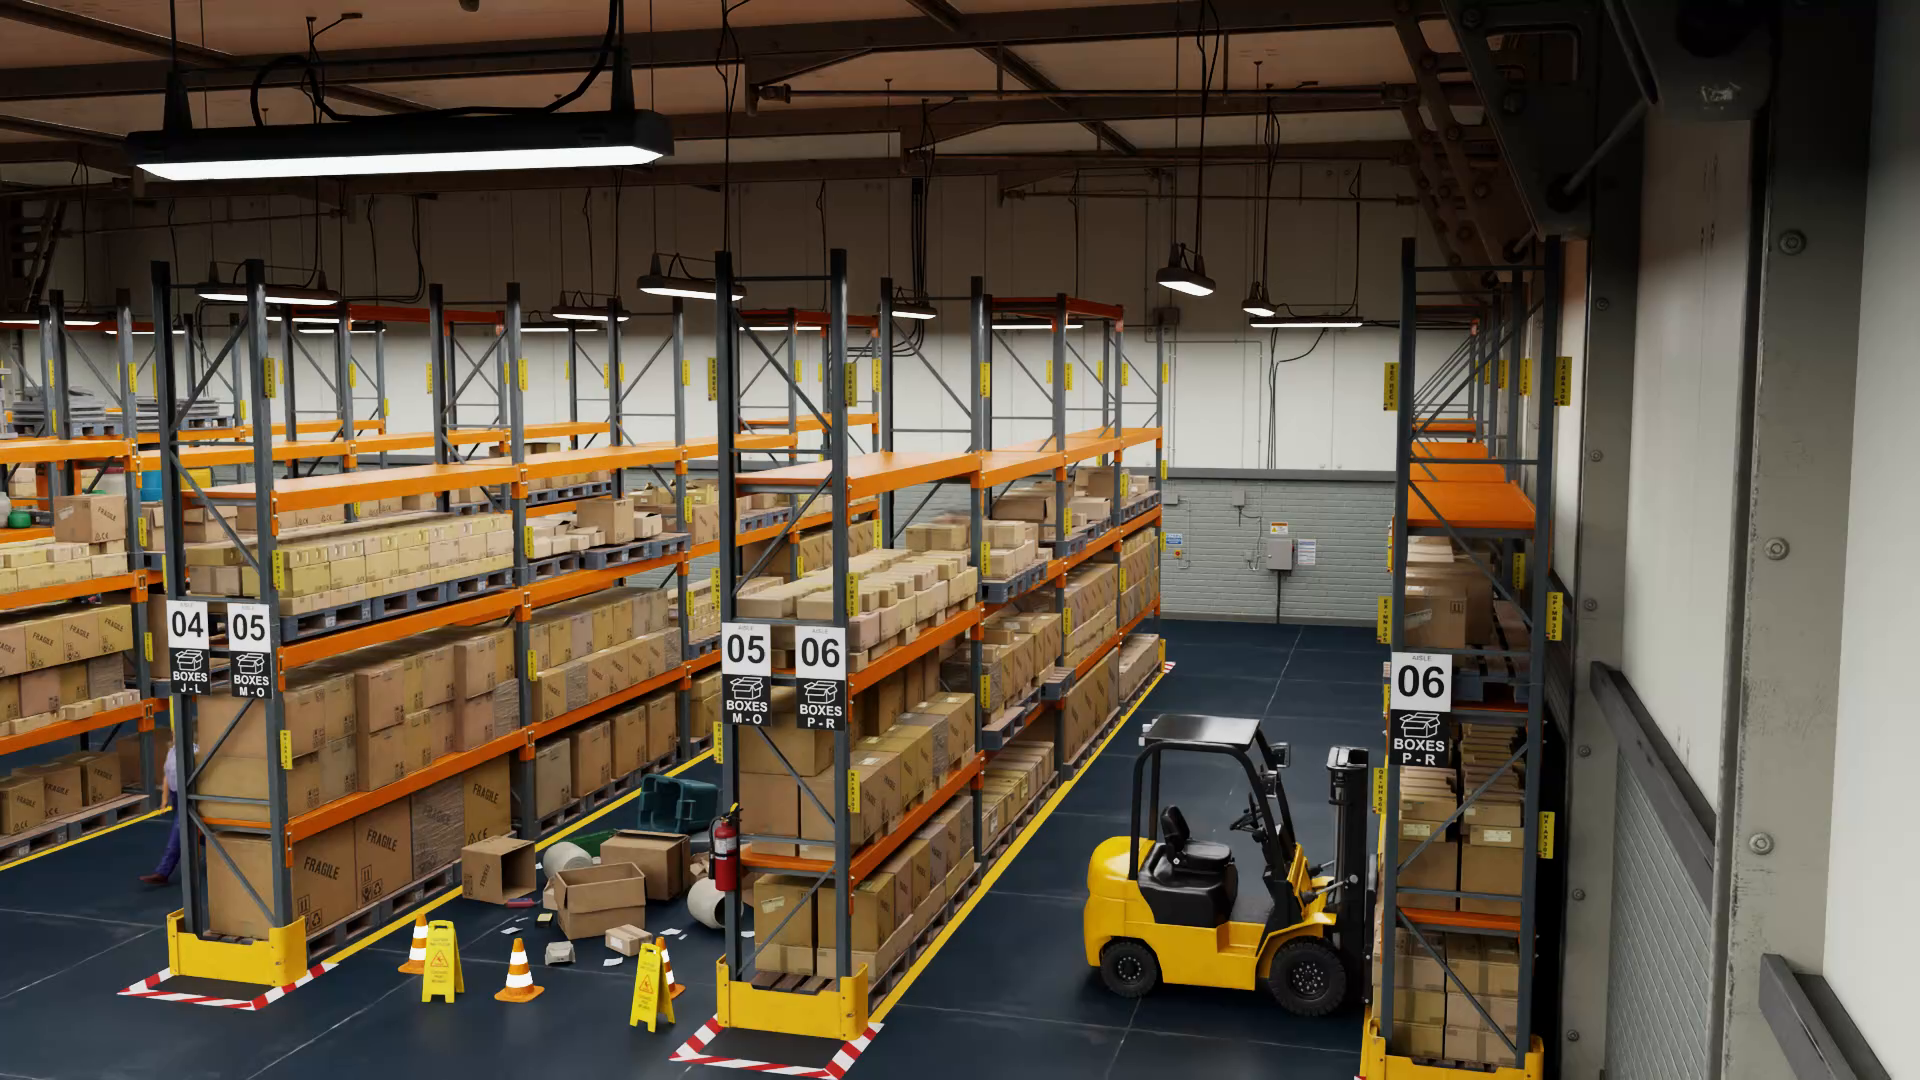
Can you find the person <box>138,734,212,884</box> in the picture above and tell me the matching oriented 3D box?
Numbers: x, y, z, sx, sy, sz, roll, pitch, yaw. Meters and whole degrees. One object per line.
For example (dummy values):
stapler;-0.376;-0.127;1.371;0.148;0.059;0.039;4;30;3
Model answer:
person;-7.821;2.602;16.757;0.466;1.542;1.114;3;7;29
